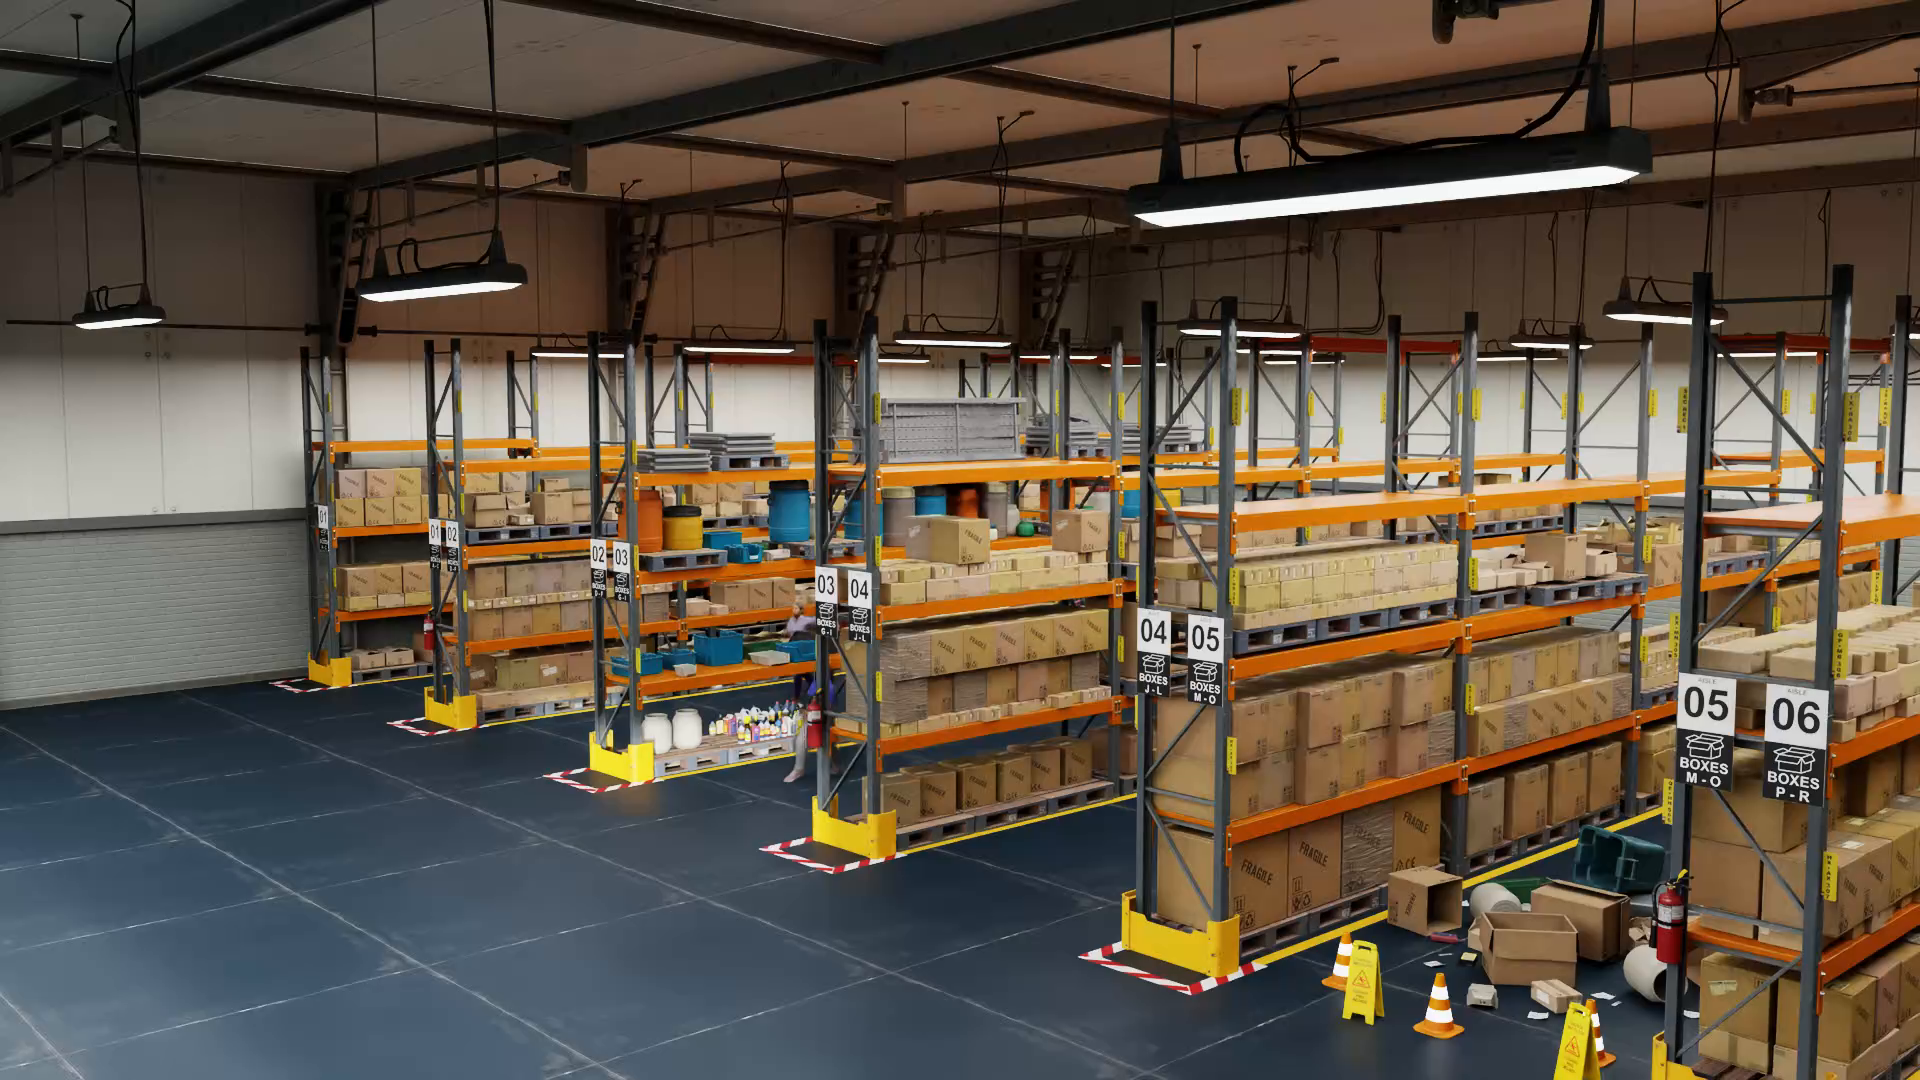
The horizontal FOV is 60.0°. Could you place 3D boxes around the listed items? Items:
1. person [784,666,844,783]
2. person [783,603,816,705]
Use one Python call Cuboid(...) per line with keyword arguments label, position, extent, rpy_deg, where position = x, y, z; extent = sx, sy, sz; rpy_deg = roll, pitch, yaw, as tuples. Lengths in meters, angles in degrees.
Cuboid(label="person", position=(-1.845, 2.394, 22.069), extent=(0.823, 1.638, 0.639), rpy_deg=(-5, 7, -44))
Cuboid(label="person", position=(-2.637, 1.889, 28.020), extent=(0.593, 1.688, 0.902), rpy_deg=(4, 7, 41))
